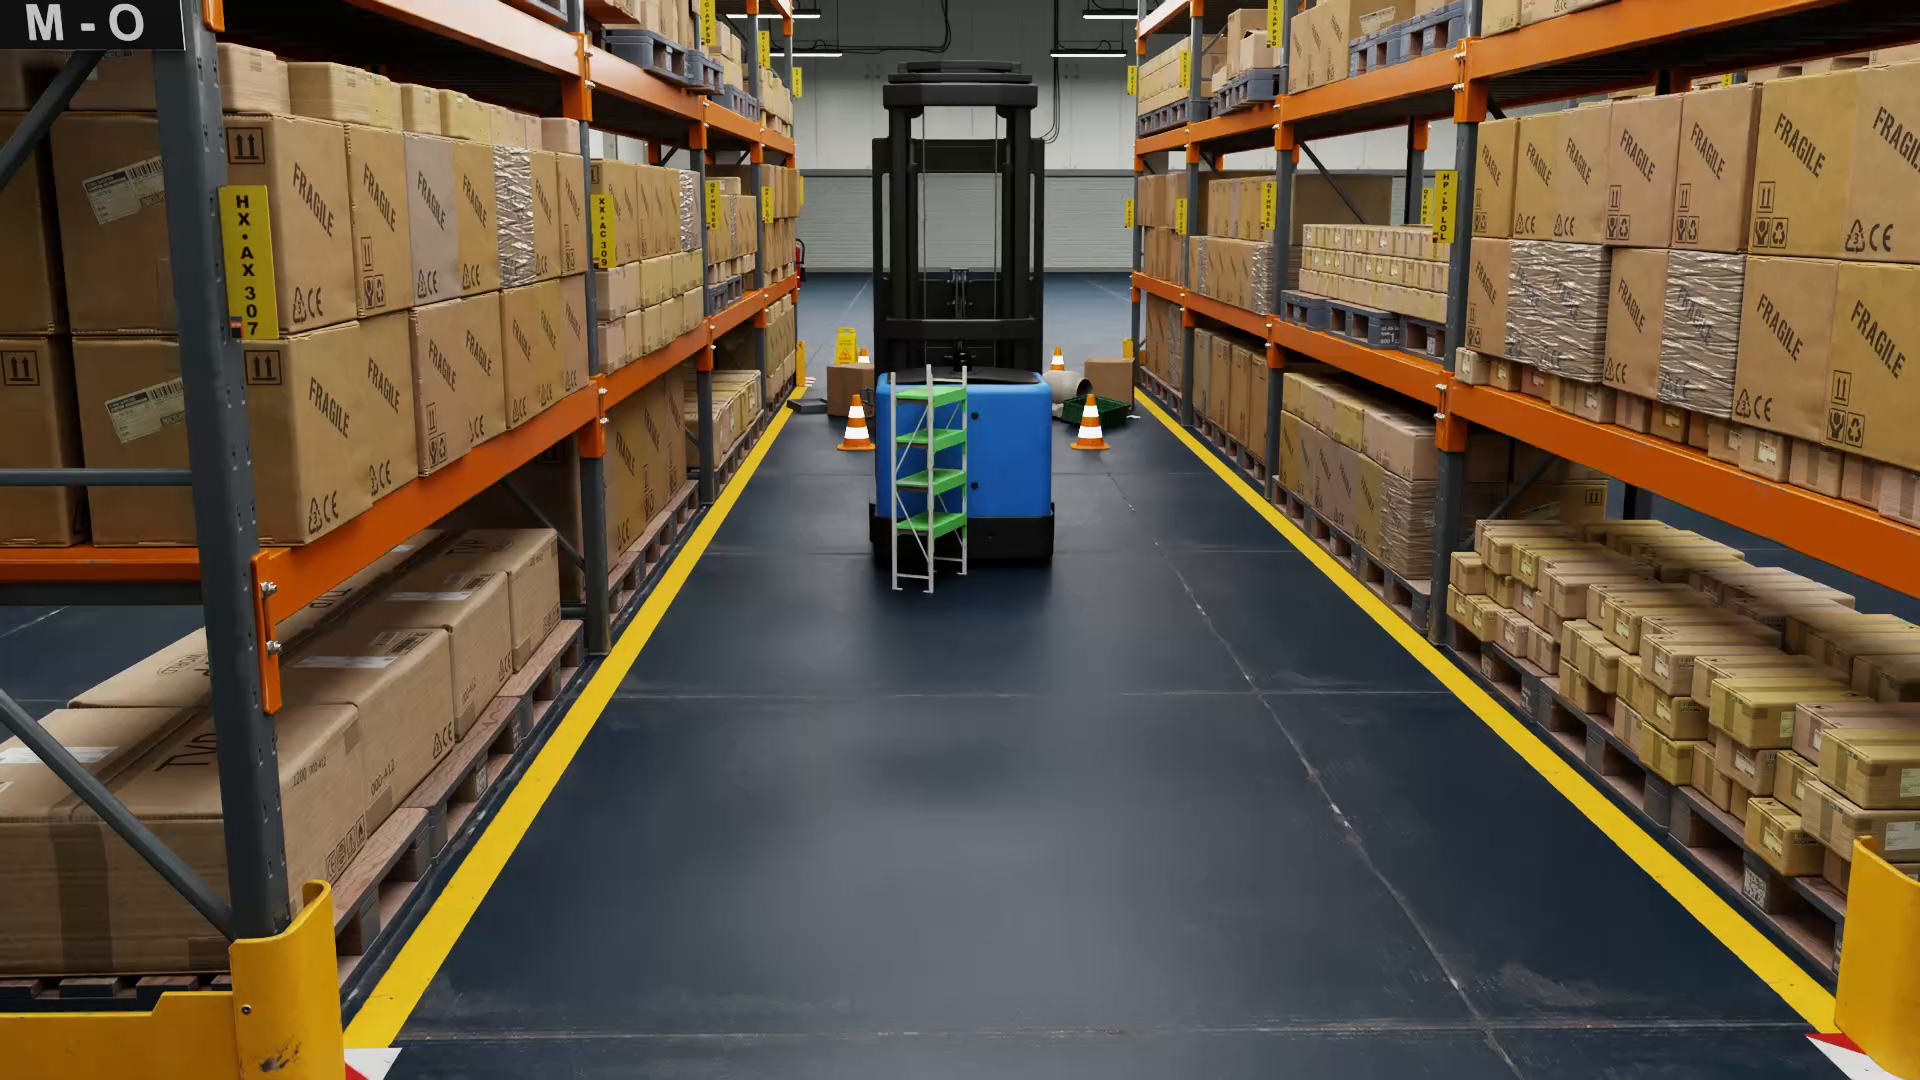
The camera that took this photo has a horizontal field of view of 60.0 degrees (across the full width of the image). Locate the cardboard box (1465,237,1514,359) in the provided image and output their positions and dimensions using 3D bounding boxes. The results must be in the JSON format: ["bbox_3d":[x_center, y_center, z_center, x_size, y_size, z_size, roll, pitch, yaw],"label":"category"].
[{"bbox_3d":[2.542,-1.061,7.245,0.500,0.500,0.500,0,11,-2],"label":"cardboard box"}]

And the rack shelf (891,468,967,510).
[{"bbox_3d":[-0.168,-0.289,9.287,0.258,0.148,0.480,5,12,22],"label":"rack shelf"}]

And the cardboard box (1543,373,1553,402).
[{"bbox_3d":[2.600,-0.627,6.737,0.380,0.149,0.250,-1,11,-4],"label":"cardboard box"}]

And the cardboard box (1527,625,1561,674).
[{"bbox_3d":[2.588,0.452,6.902,0.380,0.149,0.250,0,11,-2],"label":"cardboard box"}]

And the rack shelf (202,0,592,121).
[{"bbox_3d":[-2.122,-1.645,5.389,1.077,0.370,4.000,0,11,-1],"label":"rack shelf"}]

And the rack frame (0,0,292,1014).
[{"bbox_3d":[-2.084,-0.130,3.656,0.949,2.616,0.053,0,11,-1],"label":"rack frame"}]

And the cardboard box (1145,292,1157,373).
[{"bbox_3d":[2.616,-2.381,19.039,0.875,0.875,0.875,0,11,-1],"label":"cardboard box"}]

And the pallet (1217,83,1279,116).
[{"bbox_3d":[2.609,-3.488,13.140,1.003,0.211,1.213,0,11,1],"label":"pallet"}]

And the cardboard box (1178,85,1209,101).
[{"bbox_3d":[2.286,-4.279,15.886,0.380,0.149,0.250,0,11,0],"label":"cardboard box"}]

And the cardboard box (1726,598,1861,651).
[{"bbox_3d":[3.048,0.313,6.092,0.380,0.149,0.250,0,11,-1],"label":"cardboard box"}]

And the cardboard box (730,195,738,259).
[{"bbox_3d":[-2.062,-2.520,13.380,0.500,0.500,0.500,-1,11,-3],"label":"cardboard box"}]

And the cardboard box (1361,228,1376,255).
[{"bbox_3d":[2.547,-1.732,9.629,0.380,0.149,0.250,0,11,-2],"label":"cardboard box"}]

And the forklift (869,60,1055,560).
[{"bbox_3d":[-0.019,-1.562,10.885,1.130,2.935,3.031,0,11,-2],"label":"forklift"}]

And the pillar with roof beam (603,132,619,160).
[{"bbox_3d":[-4.452,-10.876,41.535,9.100,9.000,0.548,0,11,-1],"label":"pillar with roof beam"}]

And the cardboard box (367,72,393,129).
[{"bbox_3d":[-1.802,-1.215,4.606,0.380,0.149,0.250,-1,11,-3],"label":"cardboard box"}]

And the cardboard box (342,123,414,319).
[{"bbox_3d":[-1.823,-0.868,4.529,0.500,0.500,0.500,-1,11,-3],"label":"cardboard box"}]

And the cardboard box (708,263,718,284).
[{"bbox_3d":[-1.998,-1.979,12.347,0.380,0.149,0.250,-1,12,-5],"label":"cardboard box"}]

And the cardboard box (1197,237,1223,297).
[{"bbox_3d":[2.372,-2.399,14.588,0.500,0.500,0.500,0,11,-1],"label":"cardboard box"}]

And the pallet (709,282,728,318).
[{"bbox_3d":[-2.367,-1.768,12.210,1.213,0.211,1.003,0,11,-1],"label":"pallet"}]

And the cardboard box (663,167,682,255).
[{"bbox_3d":[-1.951,-1.957,9.895,0.500,0.500,0.500,0,11,-1],"label":"cardboard box"}]

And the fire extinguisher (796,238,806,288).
[{"bbox_3d":[-1.953,-3.297,19.463,0.296,0.674,0.183,0,11,-1],"label":"fire extinguisher"}]

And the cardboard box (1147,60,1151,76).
[{"bbox_3d":[2.239,-5.125,18.051,0.380,0.149,0.250,0,11,-1],"label":"cardboard box"}]

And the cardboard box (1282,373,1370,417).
[{"bbox_3d":[2.473,-0.971,11.146,0.500,0.250,0.500,-1,11,-4],"label":"cardboard box"}]

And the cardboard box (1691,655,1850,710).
[{"bbox_3d":[2.580,0.472,5.305,0.380,0.149,0.250,-1,11,-3],"label":"cardboard box"}]

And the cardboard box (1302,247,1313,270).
[{"bbox_3d":[2.511,-1.892,11.170,0.380,0.149,0.250,0,11,1],"label":"cardboard box"}]

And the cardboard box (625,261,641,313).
[{"bbox_3d":[-1.929,-1.289,8.488,0.500,0.250,0.500,0,11,0],"label":"cardboard box"}]

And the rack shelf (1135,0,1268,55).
[{"bbox_3d":[2.577,-5.345,17.088,1.077,0.370,4.000,0,11,-1],"label":"rack shelf"}]

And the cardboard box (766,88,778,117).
[{"bbox_3d":[-2.081,-4.349,16.534,0.500,0.250,0.500,0,11,-1],"label":"cardboard box"}]

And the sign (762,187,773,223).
[{"bbox_3d":[-1.773,-3.086,15.314,0.100,0.325,0.005,0,11,-1],"label":"sign"}]

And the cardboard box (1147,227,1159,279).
[{"bbox_3d":[2.508,-3.130,18.065,0.875,0.550,0.550,0,11,-1],"label":"cardboard box"}]

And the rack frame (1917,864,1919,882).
[{"bbox_3d":[2.867,-0.171,3.855,1.000,3.000,0.127,0,11,-1],"label":"rack frame"}]

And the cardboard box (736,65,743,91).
[{"bbox_3d":[-2.171,-4.002,14.520,0.500,0.250,0.500,0,11,-2],"label":"cardboard box"}]

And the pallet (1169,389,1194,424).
[{"bbox_3d":[2.681,-1.341,16.637,1.003,0.211,1.213,0,11,-1],"label":"pallet"}]

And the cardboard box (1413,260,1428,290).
[{"bbox_3d":[2.569,-1.374,8.616,0.380,0.149,0.250,0,11,1],"label":"cardboard box"}]

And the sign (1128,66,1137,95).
[{"bbox_3d":[1.981,-5.287,19.134,0.100,0.325,0.005,0,11,-1],"label":"sign"}]

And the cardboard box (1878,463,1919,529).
[{"bbox_3d":[2.577,-0.111,4.194,0.380,0.149,0.250,0,11,-1],"label":"cardboard box"}]

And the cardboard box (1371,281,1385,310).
[{"bbox_3d":[2.548,-1.385,9.419,0.380,0.149,0.250,0,11,1],"label":"cardboard box"}]

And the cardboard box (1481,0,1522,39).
[{"bbox_3d":[2.530,-2.269,7.032,0.500,0.250,0.500,0,11,2],"label":"cardboard box"}]

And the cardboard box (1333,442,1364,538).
[{"bbox_3d":[2.500,-0.296,9.707,0.500,0.500,0.500,0,11,-2],"label":"cardboard box"}]

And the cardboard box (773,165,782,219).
[{"bbox_3d":[-2.109,-3.390,16.212,0.700,0.500,0.500,0,11,-1],"label":"cardboard box"}]

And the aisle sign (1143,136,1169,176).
[{"bbox_3d":[2.234,-4.638,19.338,0.394,0.787,0.004,0,11,-1],"label":"aisle sign"}]

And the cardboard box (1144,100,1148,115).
[{"bbox_3d":[2.233,-4.783,18.370,0.380,0.149,0.250,0,11,-1],"label":"cardboard box"}]

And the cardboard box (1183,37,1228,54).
[{"bbox_3d":[2.292,-4.620,15.561,0.380,0.149,0.250,0,11,-2],"label":"cardboard box"}]

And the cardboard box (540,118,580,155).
[{"bbox_3d":[-1.838,-1.722,7.106,0.380,0.149,0.250,0,11,-2],"label":"cardboard box"}]

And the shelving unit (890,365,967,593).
[{"bbox_3d":[-0.168,-0.352,9.275,0.258,1.200,0.503,5,12,22],"label":"shelving unit"}]

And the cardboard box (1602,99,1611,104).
[{"bbox_3d":[7.243,-4.732,18.167,0.380,0.149,0.250,0,11,1],"label":"cardboard box"}]

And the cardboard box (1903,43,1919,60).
[{"bbox_3d":[7.381,-3.721,12.302,0.500,0.500,0.500,0,11,-1],"label":"cardboard box"}]

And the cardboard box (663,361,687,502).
[{"bbox_3d":[-2.314,-0.747,10.986,0.875,0.875,0.875,0,11,-2],"label":"cardboard box"}]

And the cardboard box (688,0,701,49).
[{"bbox_3d":[-2.087,-3.373,10.778,0.797,0.503,0.637,-1,12,-5],"label":"cardboard box"}]

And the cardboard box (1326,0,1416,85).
[{"bbox_3d":[2.480,-2.967,9.841,0.500,0.500,0.500,0,11,-1],"label":"cardboard box"}]

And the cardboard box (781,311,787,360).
[{"bbox_3d":[-2.116,-2.174,17.705,0.500,0.500,0.500,-1,11,-2],"label":"cardboard box"}]

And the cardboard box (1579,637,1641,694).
[{"bbox_3d":[2.514,0.459,6.116,0.380,0.149,0.250,0,11,-1],"label":"cardboard box"}]

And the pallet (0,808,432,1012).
[{"bbox_3d":[-2.175,1.078,4.715,1.003,0.211,1.213,0,11,-1],"label":"pallet"}]

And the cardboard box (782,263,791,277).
[{"bbox_3d":[-2.054,-2.962,18.247,0.380,0.149,0.250,0,11,0],"label":"cardboard box"}]
